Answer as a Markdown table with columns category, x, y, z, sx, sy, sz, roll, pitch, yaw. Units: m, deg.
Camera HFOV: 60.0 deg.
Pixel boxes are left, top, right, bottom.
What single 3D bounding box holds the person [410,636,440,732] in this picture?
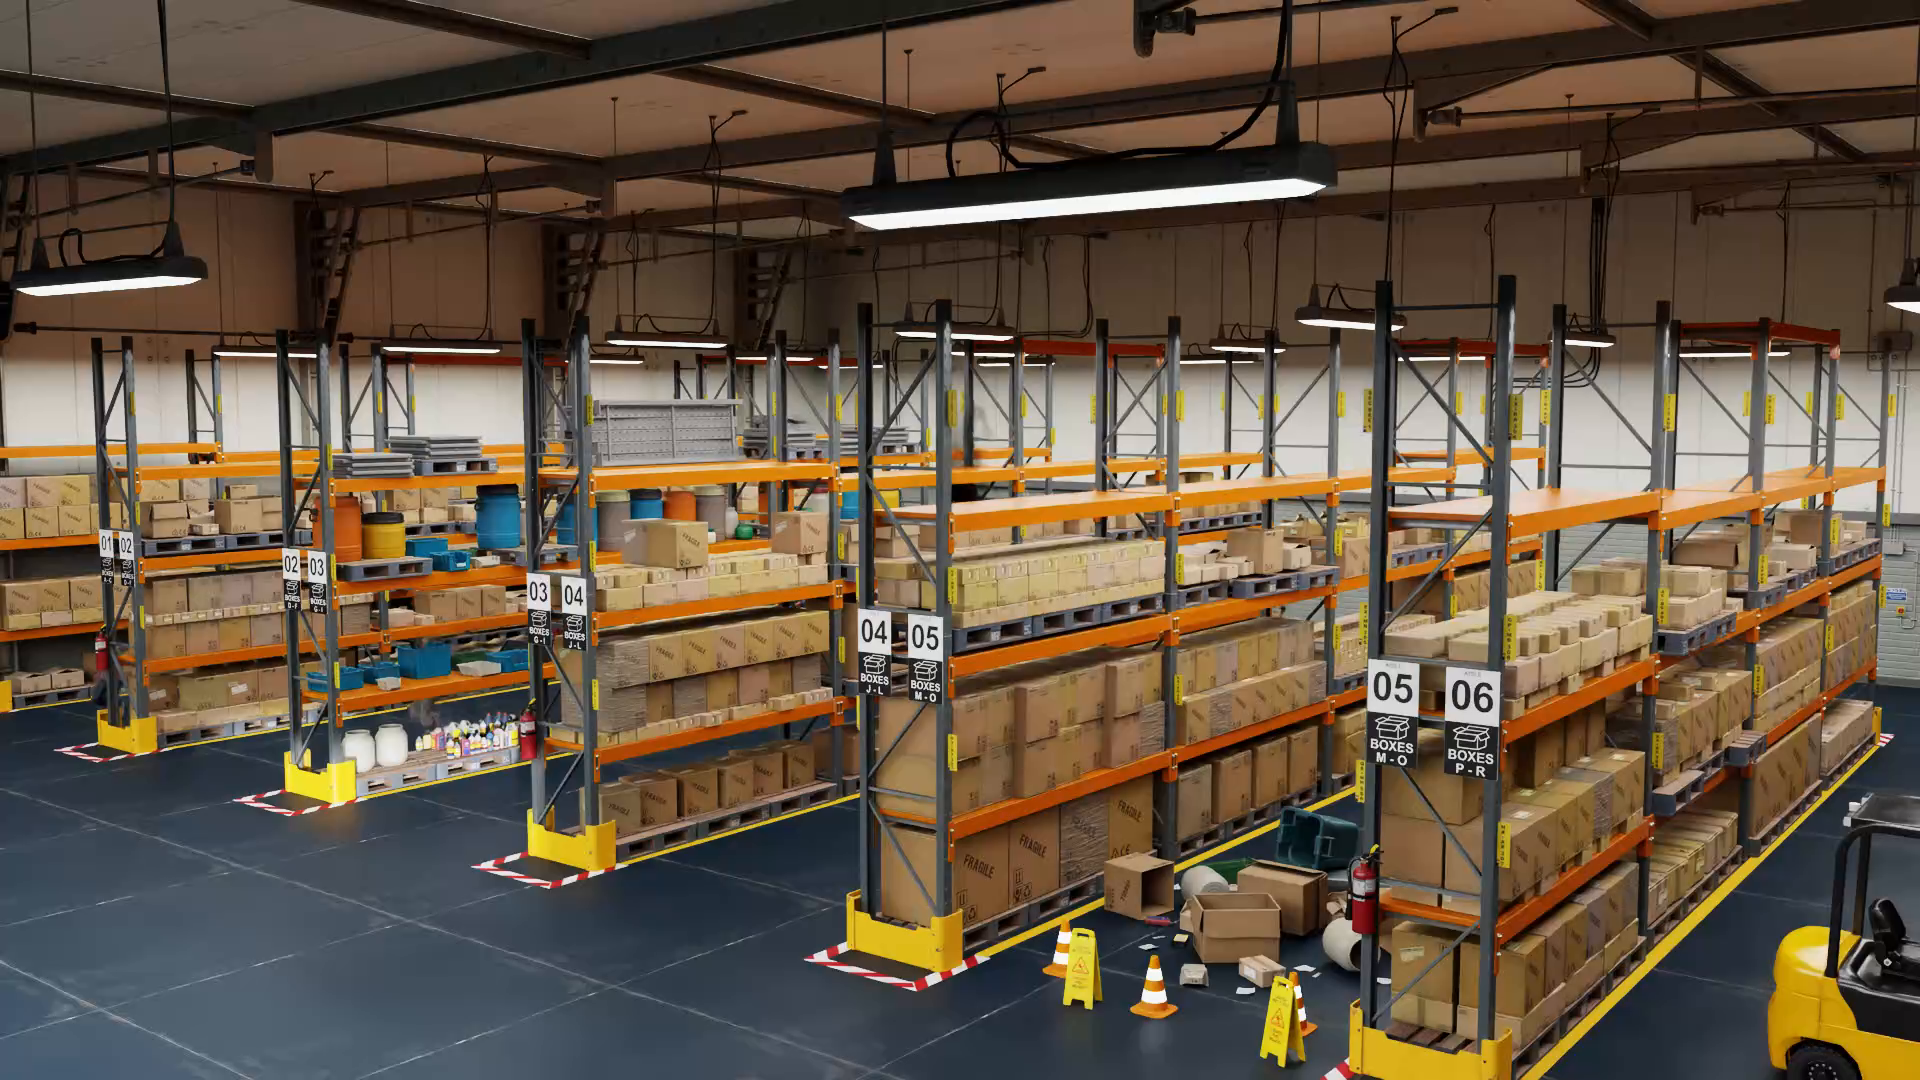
| category | x | y | z | sx | sy | sz | roll | pitch | yaw |
| --- | --- | --- | --- | --- | --- | --- | --- | --- | --- |
| person | -7.899 | 2.222 | 24.657 | 0.588 | 1.606 | 0.563 | 3 | 6 | 33 |

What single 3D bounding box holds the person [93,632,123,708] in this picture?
| category | x | y | z | sx | sy | sz | roll | pitch | yaw |
| --- | --- | --- | --- | --- | --- | --- | --- | --- | --- |
| person | -13.168 | 2.159 | 25.716 | 0.527 | 1.540 | 0.494 | 1 | 5 | 15 |

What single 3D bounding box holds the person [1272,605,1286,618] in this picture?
| category | x | y | z | sx | sy | sz | roll | pitch | yaw |
| --- | --- | --- | --- | --- | --- | --- | --- | --- | --- |
| person | 5.348 | 1.898 | 28.176 | 0.604 | 1.647 | 0.578 | 3 | 6 | 32 |
